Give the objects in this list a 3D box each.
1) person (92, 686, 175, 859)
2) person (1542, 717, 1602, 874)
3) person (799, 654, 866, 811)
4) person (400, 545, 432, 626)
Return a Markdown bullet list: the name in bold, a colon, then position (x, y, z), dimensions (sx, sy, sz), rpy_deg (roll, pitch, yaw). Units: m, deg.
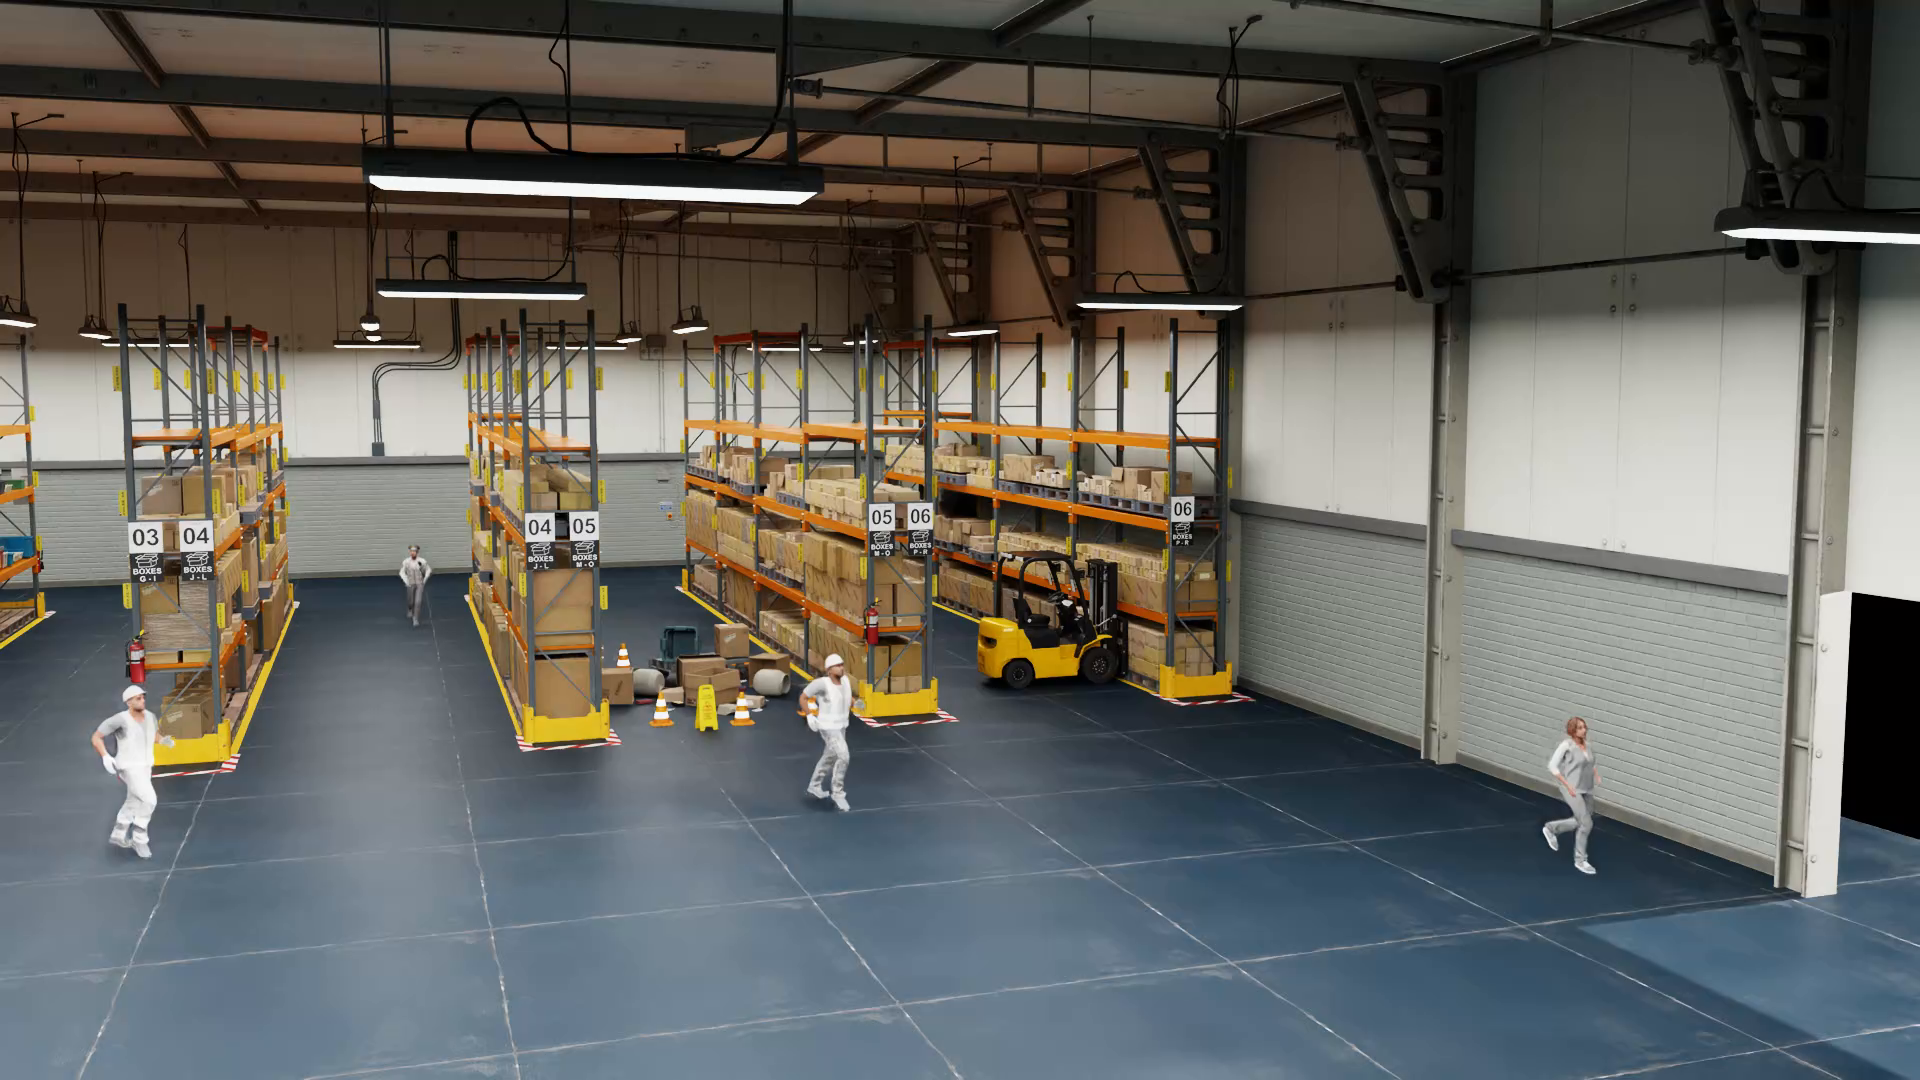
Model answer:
- **person**: position (-8.735, 2.448, 17.661), dimensions (0.774, 1.828, 0.638), rpy_deg (1, 6, 12)
- **person**: position (6.328, 2.603, 17.194), dimensions (0.534, 1.587, 0.669), rpy_deg (-3, 6, -30)
- **person**: position (-1.494, 2.252, 19.694), dimensions (0.796, 1.829, 0.659), rpy_deg (3, 6, 29)
- **person**: position (-11.262, 0.923, 34.431), dimensions (0.622, 1.682, 0.679), rpy_deg (-1, 6, -15)
